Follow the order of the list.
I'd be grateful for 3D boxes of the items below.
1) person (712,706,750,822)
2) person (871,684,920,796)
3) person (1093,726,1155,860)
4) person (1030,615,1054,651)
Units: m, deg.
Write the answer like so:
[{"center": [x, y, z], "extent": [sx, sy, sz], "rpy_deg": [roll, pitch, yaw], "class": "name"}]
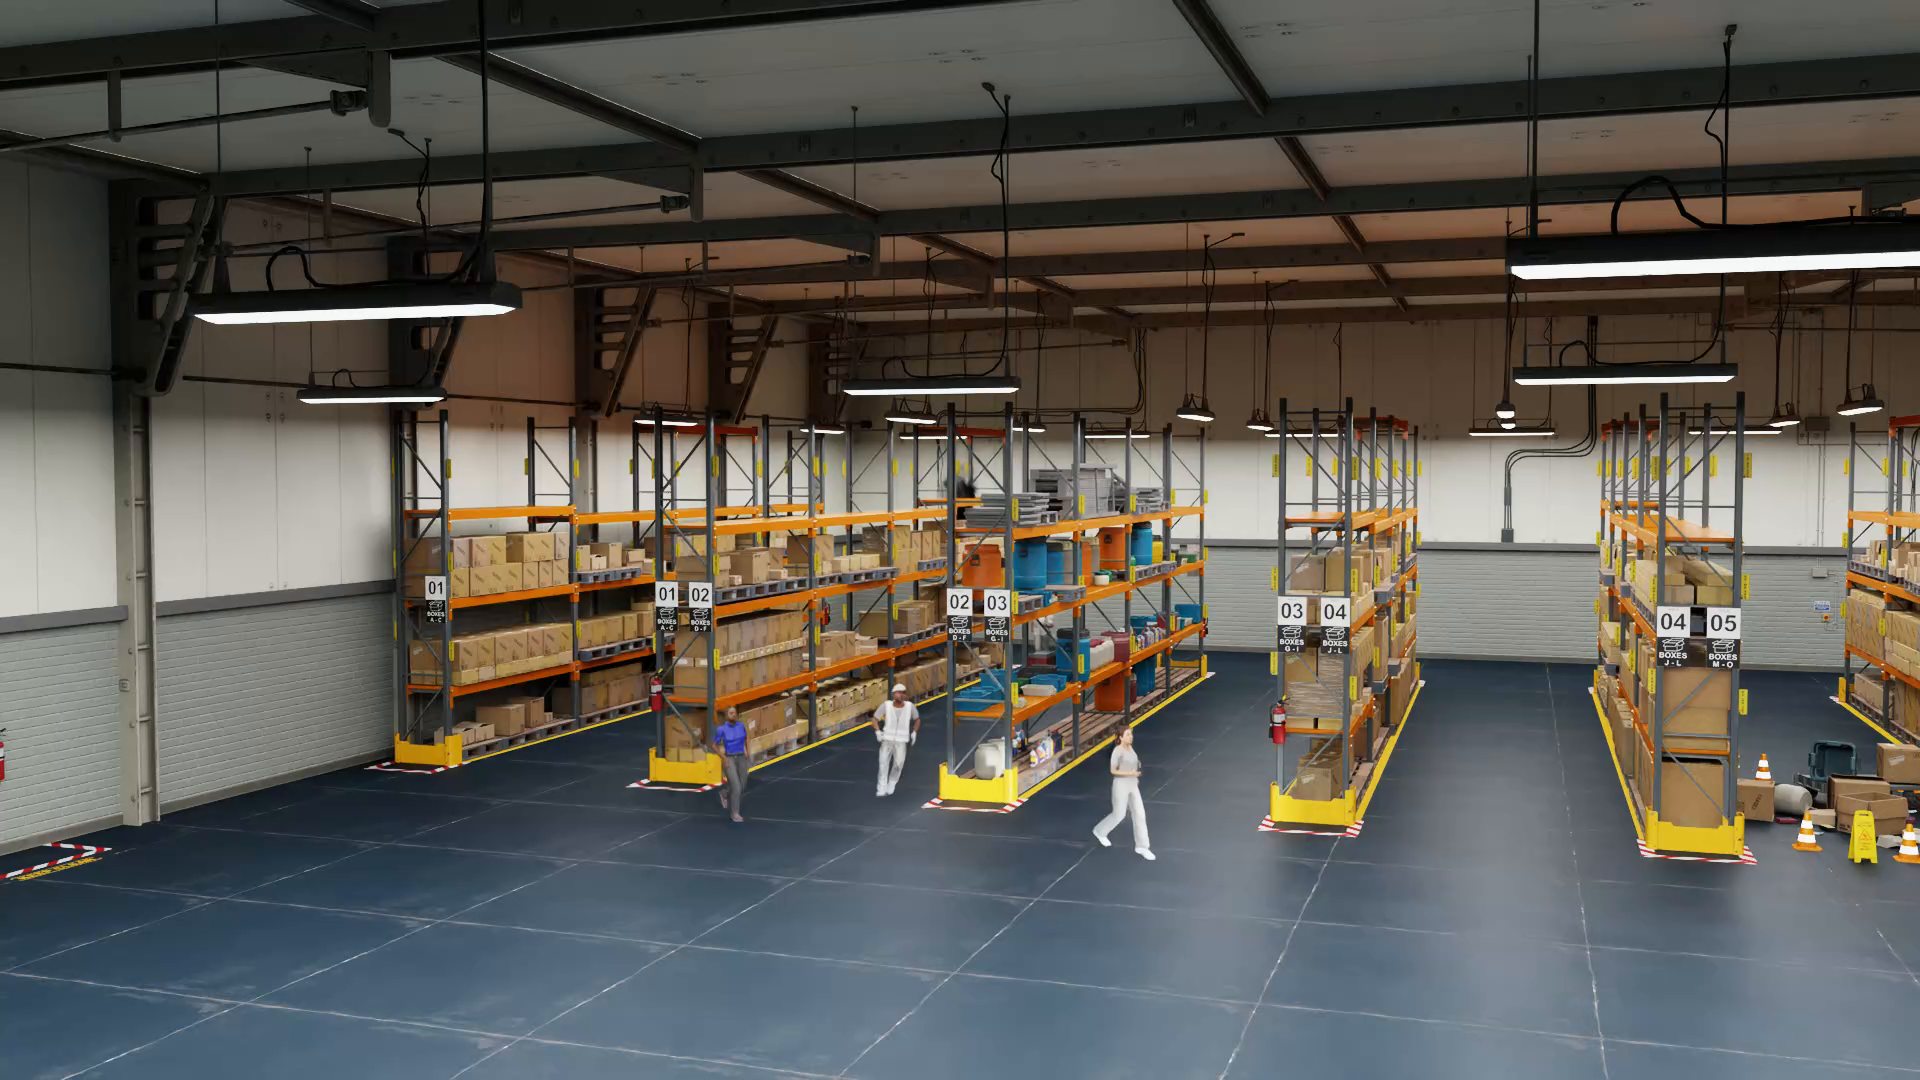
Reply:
[{"center": [-3.274, 3.181, 23.802], "extent": [0.576, 1.635, 0.611], "rpy_deg": [-2, 3, -39], "class": "person"}, {"center": [-0.975, 3.051, 25.286], "extent": [0.742, 1.723, 0.542], "rpy_deg": [0, 2, -3], "class": "person"}, {"center": [2.115, 3.232, 21.483], "extent": [0.956, 1.684, 0.566], "rpy_deg": [2, 3, 44], "class": "person"}, {"center": [1.914, 2.254, 39.174], "extent": [0.589, 1.689, 0.808], "rpy_deg": [0, 2, 10], "class": "person"}]
